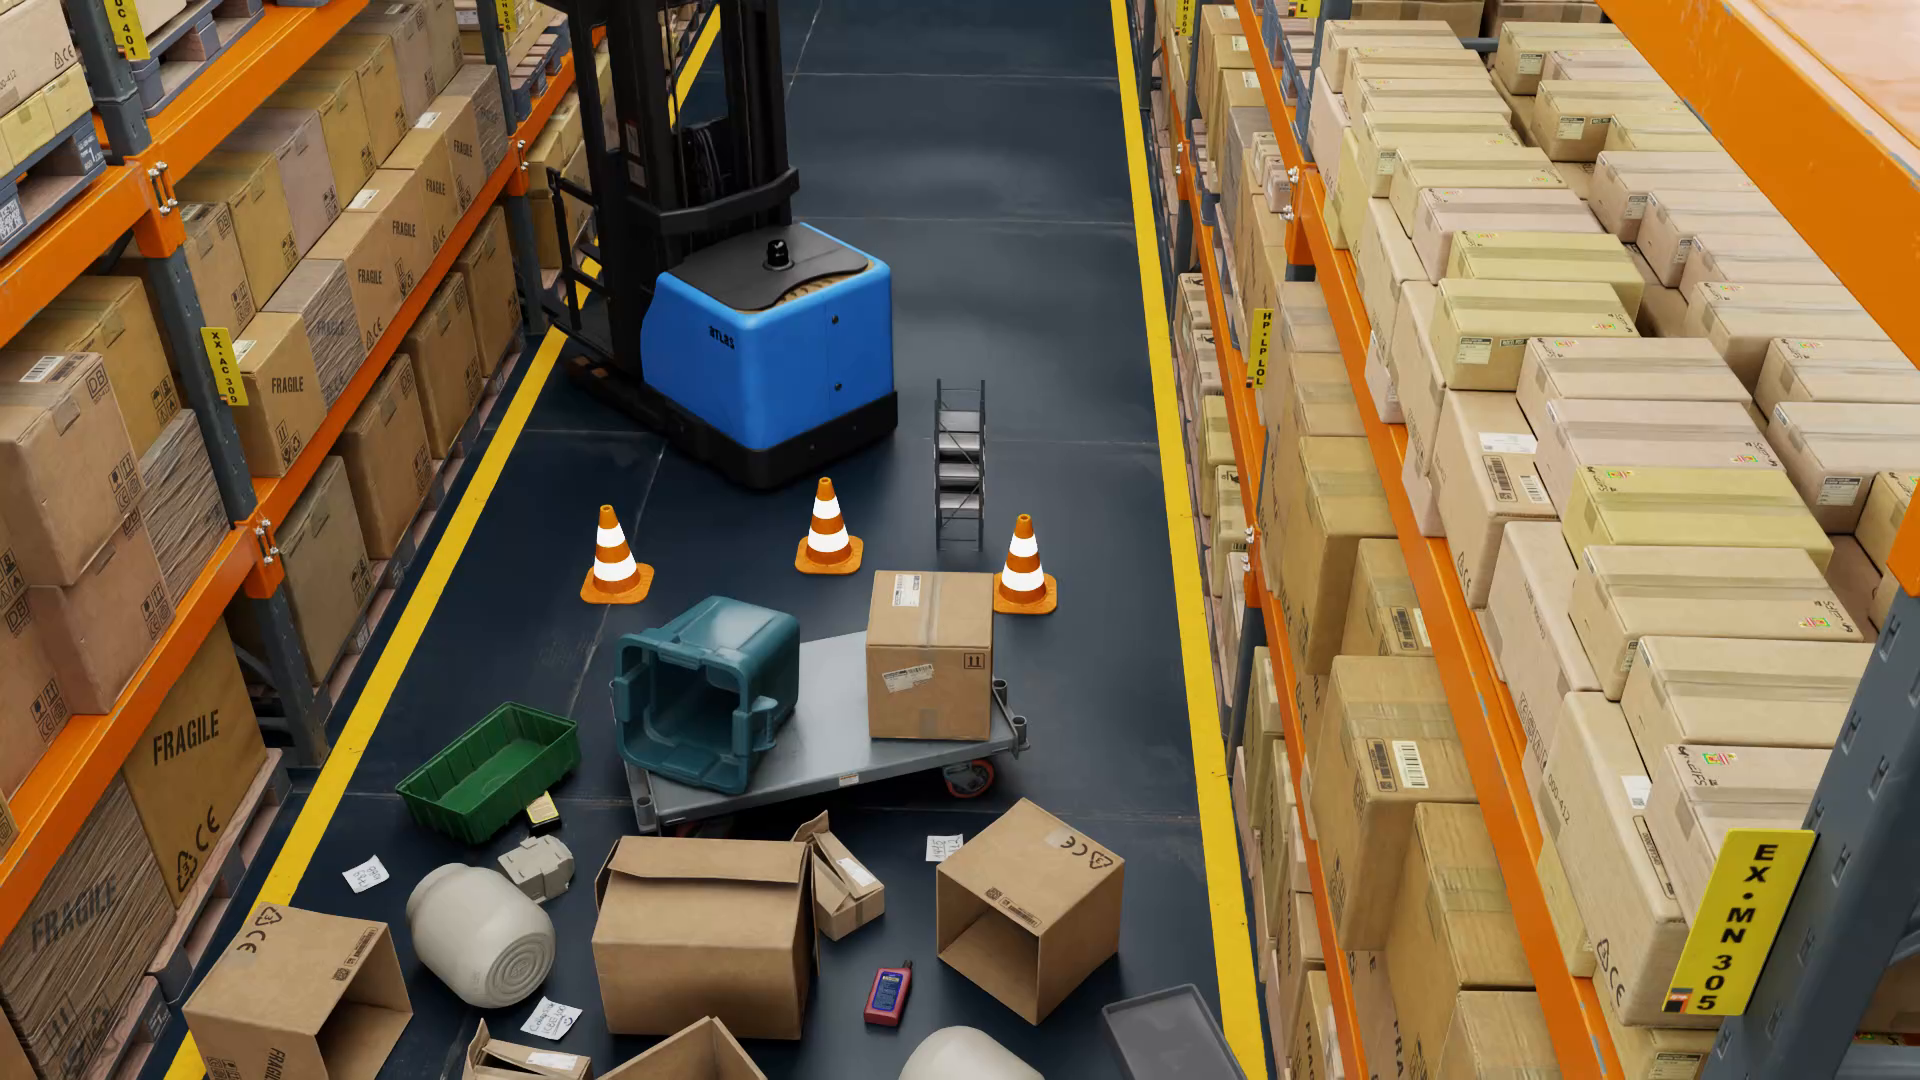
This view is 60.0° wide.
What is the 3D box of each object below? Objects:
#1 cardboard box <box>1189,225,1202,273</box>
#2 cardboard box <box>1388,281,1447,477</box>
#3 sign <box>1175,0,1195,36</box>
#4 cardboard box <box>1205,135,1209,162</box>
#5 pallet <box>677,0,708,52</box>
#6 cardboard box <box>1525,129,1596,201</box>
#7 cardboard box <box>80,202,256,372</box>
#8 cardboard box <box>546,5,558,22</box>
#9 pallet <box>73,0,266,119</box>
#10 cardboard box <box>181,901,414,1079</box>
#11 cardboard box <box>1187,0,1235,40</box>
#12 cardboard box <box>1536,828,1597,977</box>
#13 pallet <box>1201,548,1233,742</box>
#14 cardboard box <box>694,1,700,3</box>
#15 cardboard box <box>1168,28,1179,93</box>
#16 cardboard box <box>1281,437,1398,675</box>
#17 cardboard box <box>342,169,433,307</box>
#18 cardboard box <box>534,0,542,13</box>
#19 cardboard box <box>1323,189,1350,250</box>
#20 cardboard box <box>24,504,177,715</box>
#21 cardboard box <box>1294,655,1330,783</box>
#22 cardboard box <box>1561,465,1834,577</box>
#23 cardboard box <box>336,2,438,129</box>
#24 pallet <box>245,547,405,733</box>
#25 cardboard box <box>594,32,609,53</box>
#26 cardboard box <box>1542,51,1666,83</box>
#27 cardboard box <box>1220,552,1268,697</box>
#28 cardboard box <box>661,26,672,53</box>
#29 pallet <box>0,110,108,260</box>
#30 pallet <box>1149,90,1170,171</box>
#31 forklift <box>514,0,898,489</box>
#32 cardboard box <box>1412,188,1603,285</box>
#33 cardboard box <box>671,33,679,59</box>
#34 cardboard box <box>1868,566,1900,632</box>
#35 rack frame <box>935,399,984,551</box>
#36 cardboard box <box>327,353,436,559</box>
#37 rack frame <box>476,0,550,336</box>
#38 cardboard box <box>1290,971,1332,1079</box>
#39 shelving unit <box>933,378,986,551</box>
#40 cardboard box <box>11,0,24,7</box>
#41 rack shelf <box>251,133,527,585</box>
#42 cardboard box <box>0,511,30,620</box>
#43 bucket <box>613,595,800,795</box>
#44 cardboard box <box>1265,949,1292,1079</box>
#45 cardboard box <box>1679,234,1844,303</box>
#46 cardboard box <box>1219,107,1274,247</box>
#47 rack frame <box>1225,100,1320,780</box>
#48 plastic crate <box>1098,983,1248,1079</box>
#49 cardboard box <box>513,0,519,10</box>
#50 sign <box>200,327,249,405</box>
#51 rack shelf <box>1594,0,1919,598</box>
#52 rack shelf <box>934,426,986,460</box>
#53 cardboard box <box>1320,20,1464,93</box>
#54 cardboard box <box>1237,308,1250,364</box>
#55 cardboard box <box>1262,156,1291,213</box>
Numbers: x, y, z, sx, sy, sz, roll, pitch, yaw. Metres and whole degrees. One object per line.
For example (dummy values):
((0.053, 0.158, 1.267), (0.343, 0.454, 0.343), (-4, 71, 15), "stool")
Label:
((1.935, -2.207, 10.711), (0.875, 0.875, 0.875), (1, 35, 1), "cardboard box")
((1.310, -0.379, 3.889), (0.500, 0.250, 0.500), (2, 35, 2), "cardboard box")
((1.269, -2.995, 9.341), (0.100, 0.325, 0.005), (1, 35, 2), "sign")
((1.523, -2.079, 8.898), (0.380, 0.149, 0.250), (-1, 35, -1), "cardboard box")
((-2.927, -4.813, 15.360), (1.003, 0.211, 1.213), (1, 35, 2), "pallet")
((1.895, -0.949, 4.701), (0.500, 0.250, 0.500), (1, 35, 1), "cardboard box")
((-3.273, -1.003, 6.558), (0.700, 0.500, 0.500), (1, 35, 1), "cardboard box")
((-2.867, -3.505, 10.927), (0.380, 0.149, 0.250), (2, 35, 3), "cardboard box")
((-3.299, -1.945, 6.412), (0.805, 0.209, 1.217), (0, 35, 0), "pallet")
((-2.324, 1.669, 5.884), (0.500, 0.500, 0.500), (7, 36, 10), "cardboard box")
((1.584, -3.263, 9.773), (0.500, 0.500, 0.500), (0, 35, 1), "cardboard box")
((1.215, 0.607, 2.833), (0.380, 0.149, 0.250), (2, 35, 2), "cardboard box")
((1.693, 0.482, 7.827), (1.003, 0.211, 1.213), (1, 35, 2), "pallet")
((-2.599, -5.114, 15.478), (0.380, 0.149, 0.250), (2, 35, 3), "cardboard box")
((1.590, -3.039, 10.542), (0.500, 0.250, 0.500), (2, 35, 3), "cardboard box")
((1.340, 0.045, 4.808), (0.700, 0.500, 0.500), (1, 35, 1), "cardboard box")
((-2.934, -1.474, 8.097), (0.500, 0.500, 0.500), (2, 35, 3), "cardboard box")
((-2.880, -3.484, 10.639), (0.380, 0.149, 0.250), (1, 35, 2), "cardboard box")
((1.337, -1.014, 5.139), (0.380, 0.149, 0.250), (1, 35, 2), "cardboard box")
((-3.289, 0.199, 5.673), (0.875, 0.550, 0.550), (1, 35, 2), "cardboard box")
((1.337, 0.449, 5.102), (0.500, 0.500, 0.500), (1, 35, 1), "cardboard box")
((1.324, -0.004, 3.010), (0.380, 0.149, 0.250), (2, 35, 2), "cardboard box")
((-3.173, -2.468, 8.642), (0.700, 0.500, 0.500), (1, 35, 1), "cardboard box")
((-3.331, 0.428, 7.904), (1.003, 0.211, 1.213), (1, 35, 2), "pallet")
((-2.777, -3.592, 12.354), (0.500, 0.250, 0.500), (3, 35, 4), "cardboard box")
((1.935, -1.324, 4.887), (0.380, 0.149, 0.250), (0, 35, 1), "cardboard box")
((1.682, 0.390, 7.452), (0.950, 0.372, 0.625), (2, 35, 2), "cardboard box")
((-2.631, -4.192, 13.908), (0.380, 0.149, 0.250), (3, 35, 4), "cardboard box")
((-3.330, -0.989, 4.963), (1.003, 0.211, 1.213), (1, 35, 2), "pallet")
((2.029, -3.222, 13.097), (1.003, 0.211, 1.213), (1, 35, 2), "pallet")
((-1.725, -2.234, 9.326), (1.130, 2.935, 3.031), (-28, 44, -34), "forklift")
((1.327, -0.740, 4.056), (0.380, 0.149, 0.250), (1, 35, 1), "cardboard box")
((-2.619, -4.224, 14.212), (0.380, 0.149, 0.250), (2, 35, 3), "cardboard box")
((1.787, 0.149, 2.792), (0.380, 0.149, 0.250), (1, 35, 2), "cardboard box")
((-0.004, -0.314, 8.360), (0.240, 0.900, 0.006), (1, 35, 2), "rack frame")
((-3.309, -0.432, 8.293), (1.050, 0.750, 0.750), (1, 35, 2), "cardboard box")
((-3.126, -2.566, 9.738), (1.000, 3.000, 0.127), (1, 35, 2), "rack frame")
((1.319, 1.677, 5.075), (0.500, 0.500, 0.500), (1, 35, 1), "cardboard box")
((0.000, -0.373, 8.444), (0.258, 0.900, 0.210), (1, 35, 2), "shelving unit")
((-2.983, -1.714, 4.990), (0.380, 0.149, 0.250), (1, 35, 1), "cardboard box")
((-3.206, -1.123, 8.310), (1.077, 0.370, 4.000), (1, 35, 2), "rack shelf")
((-3.401, 0.066, 4.924), (0.875, 0.550, 0.550), (1, 35, 2), "cardboard box")
((-0.988, 0.581, 6.786), (0.726, 0.611, 0.620), (13, 27, 18), "bucket")
((1.341, 1.686, 5.714), (0.500, 0.250, 0.500), (1, 35, 1), "cardboard box")
((1.902, -0.582, 3.832), (0.380, 0.149, 0.250), (2, 35, 3), "cardboard box")
((1.518, -1.699, 7.794), (0.500, 0.500, 0.500), (0, 35, 0), "cardboard box")
((1.664, -0.212, 6.388), (1.000, 3.000, 0.127), (1, 35, 2), "rack frame")
((0.781, 1.866, 5.971), (0.402, 0.080, 0.583), (-10, 36, -14), "plastic crate")
((-2.906, -3.294, 10.110), (0.380, 0.149, 0.250), (0, 35, 1), "cardboard box")
((-2.732, -0.643, 6.180), (0.100, 0.325, 0.005), (1, 35, 2), "sign")
((1.583, -1.222, 3.236), (1.077, 0.370, 4.000), (1, 35, 2), "rack shelf")
((0.000, -0.493, 8.359), (0.258, 0.077, 0.200), (1, 35, 2), "rack shelf")
((1.325, -1.489, 5.122), (0.380, 0.149, 0.250), (1, 35, 1), "cardboard box")
((1.411, -0.883, 7.197), (0.380, 0.149, 0.250), (1, 35, 1), "cardboard box")
((1.471, -1.478, 6.915), (0.380, 0.149, 0.250), (0, 35, 1), "cardboard box")
